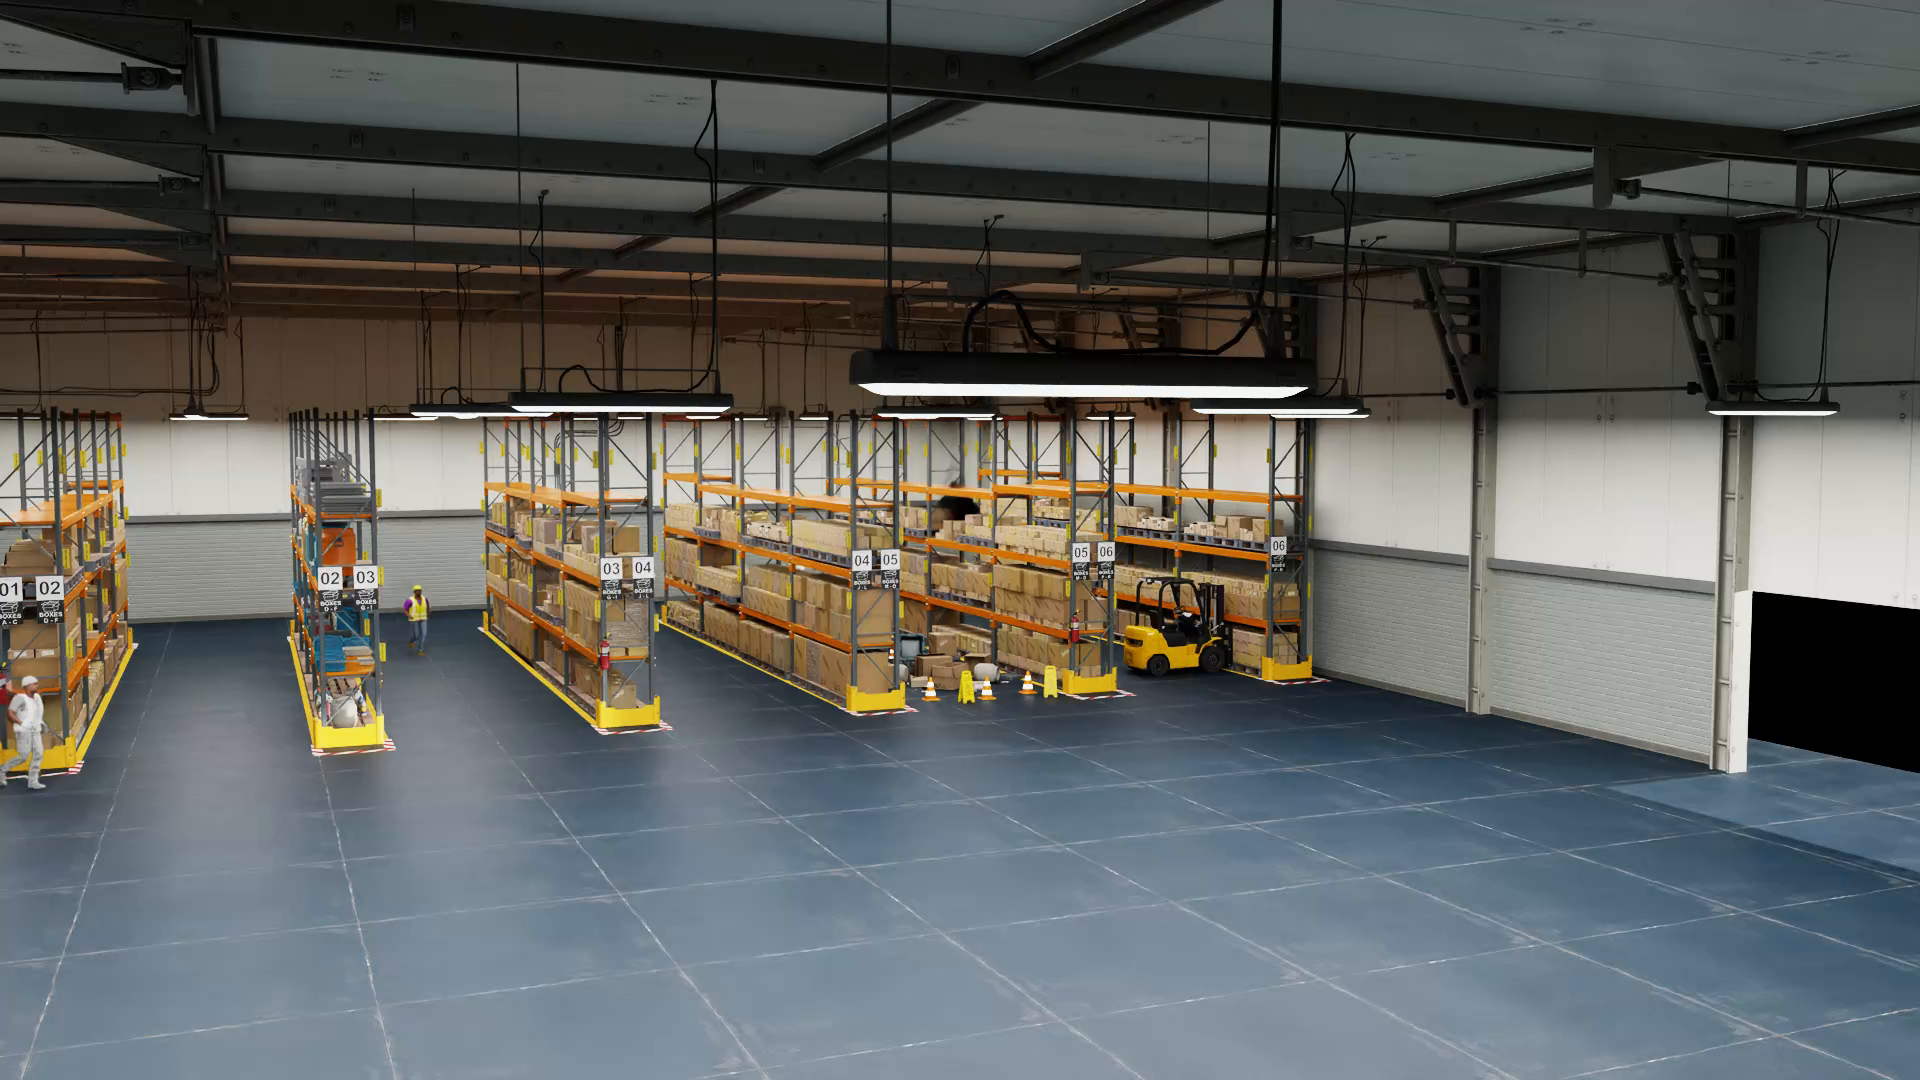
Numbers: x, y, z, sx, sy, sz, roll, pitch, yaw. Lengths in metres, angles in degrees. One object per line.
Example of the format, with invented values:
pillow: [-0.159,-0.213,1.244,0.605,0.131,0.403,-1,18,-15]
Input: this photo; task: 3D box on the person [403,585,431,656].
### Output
person: [-13.385,1.981,41.089,0.698,1.735,0.787,-3,5,-38]

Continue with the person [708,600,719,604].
person: [-7.310,1.449,49.531,0.595,1.660,0.562,-4,6,-44]

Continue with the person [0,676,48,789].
person: [-14.687,3.016,26.180,0.795,1.753,0.734,0,4,5]

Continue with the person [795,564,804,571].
person: [-5.069,1.306,50.831,0.656,1.718,0.737,-1,4,-13]

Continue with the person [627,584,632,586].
person: [-9.636,1.599,47.460,0.645,1.648,0.690,2,4,22]
